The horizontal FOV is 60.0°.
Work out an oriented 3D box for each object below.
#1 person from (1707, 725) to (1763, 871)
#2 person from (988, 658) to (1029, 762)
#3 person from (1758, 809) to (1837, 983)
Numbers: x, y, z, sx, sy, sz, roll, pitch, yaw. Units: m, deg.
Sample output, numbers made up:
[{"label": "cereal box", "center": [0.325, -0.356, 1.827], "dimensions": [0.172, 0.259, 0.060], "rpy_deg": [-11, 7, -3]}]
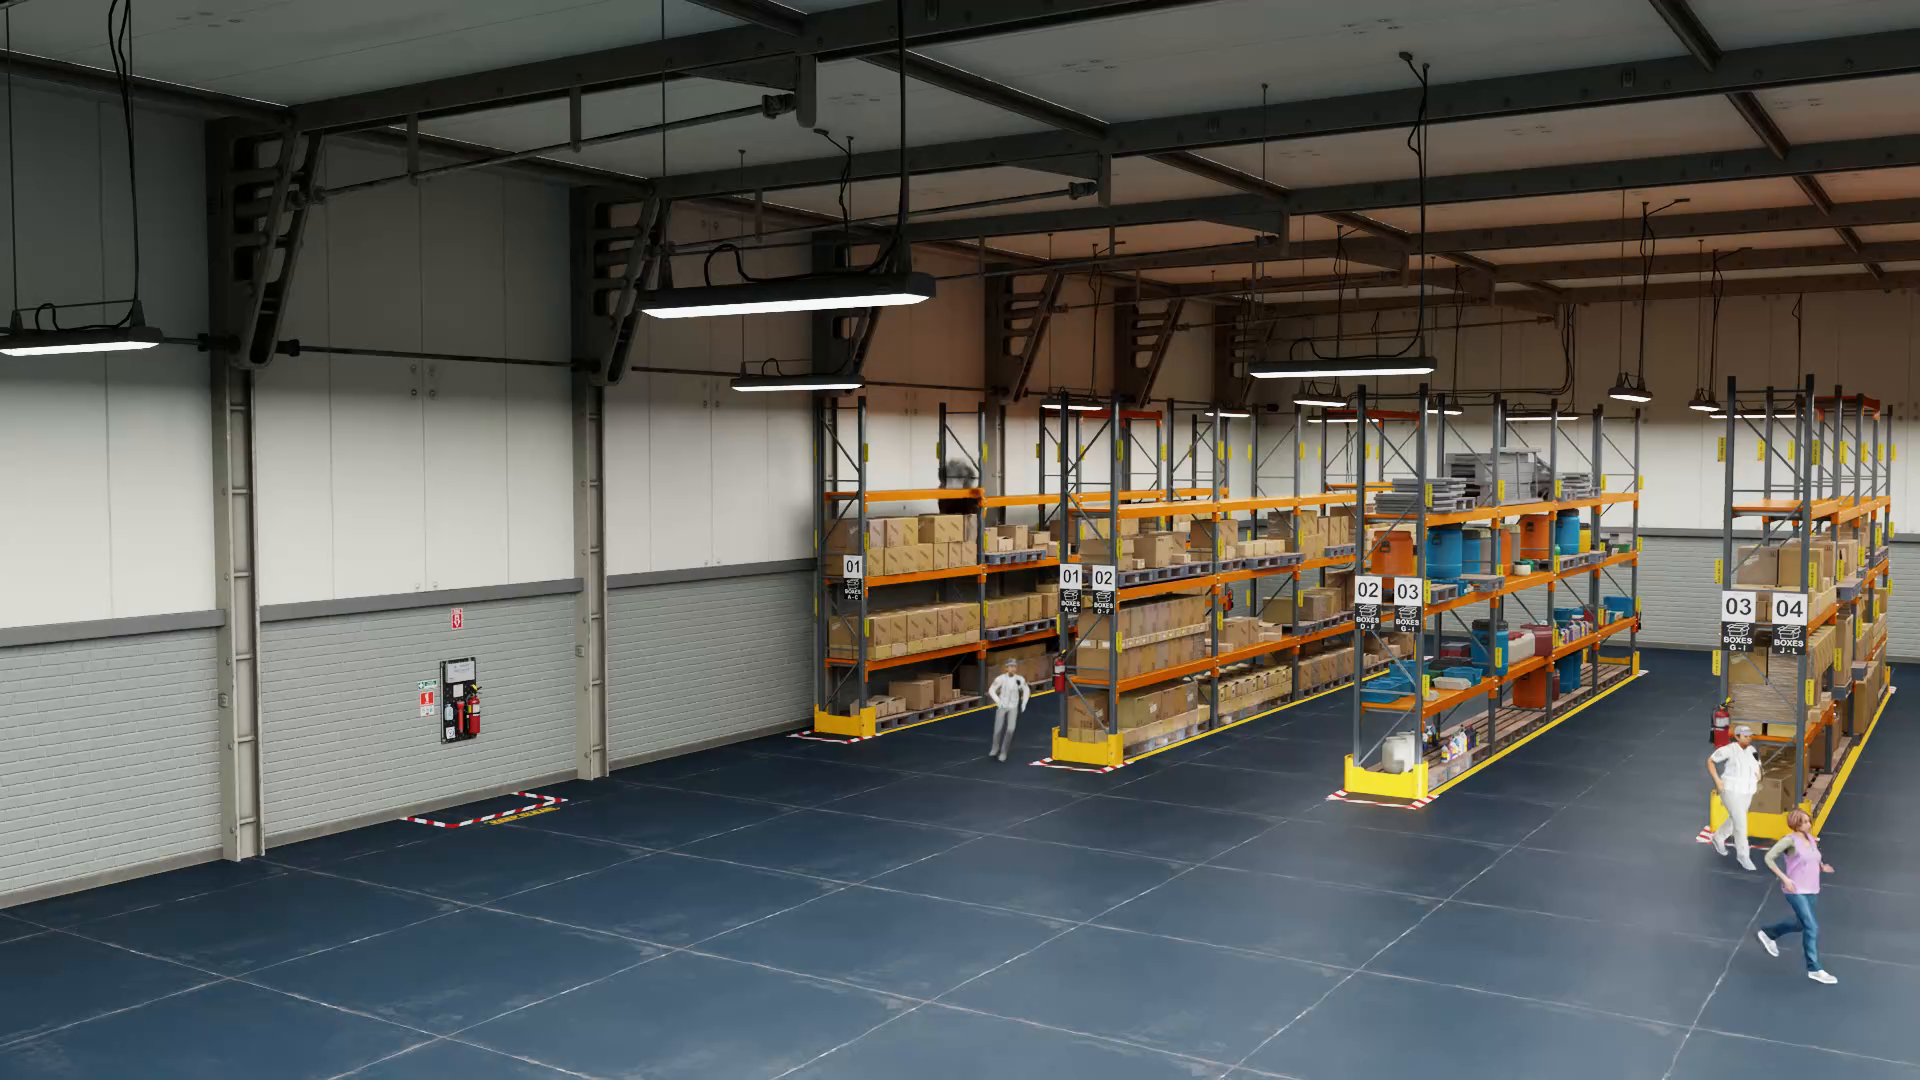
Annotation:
[{"label": "person", "center": [9.512, 3.095, 20.320], "dimensions": [0.627, 1.682, 0.863], "rpy_deg": [-1, 3, -21]}, {"label": "person", "center": [0.800, 2.757, 27.110], "dimensions": [0.676, 1.685, 0.644], "rpy_deg": [0, 3, 0]}, {"label": "person", "center": [8.011, 3.361, 15.916], "dimensions": [0.545, 1.575, 0.864], "rpy_deg": [-2, 3, -30]}]
